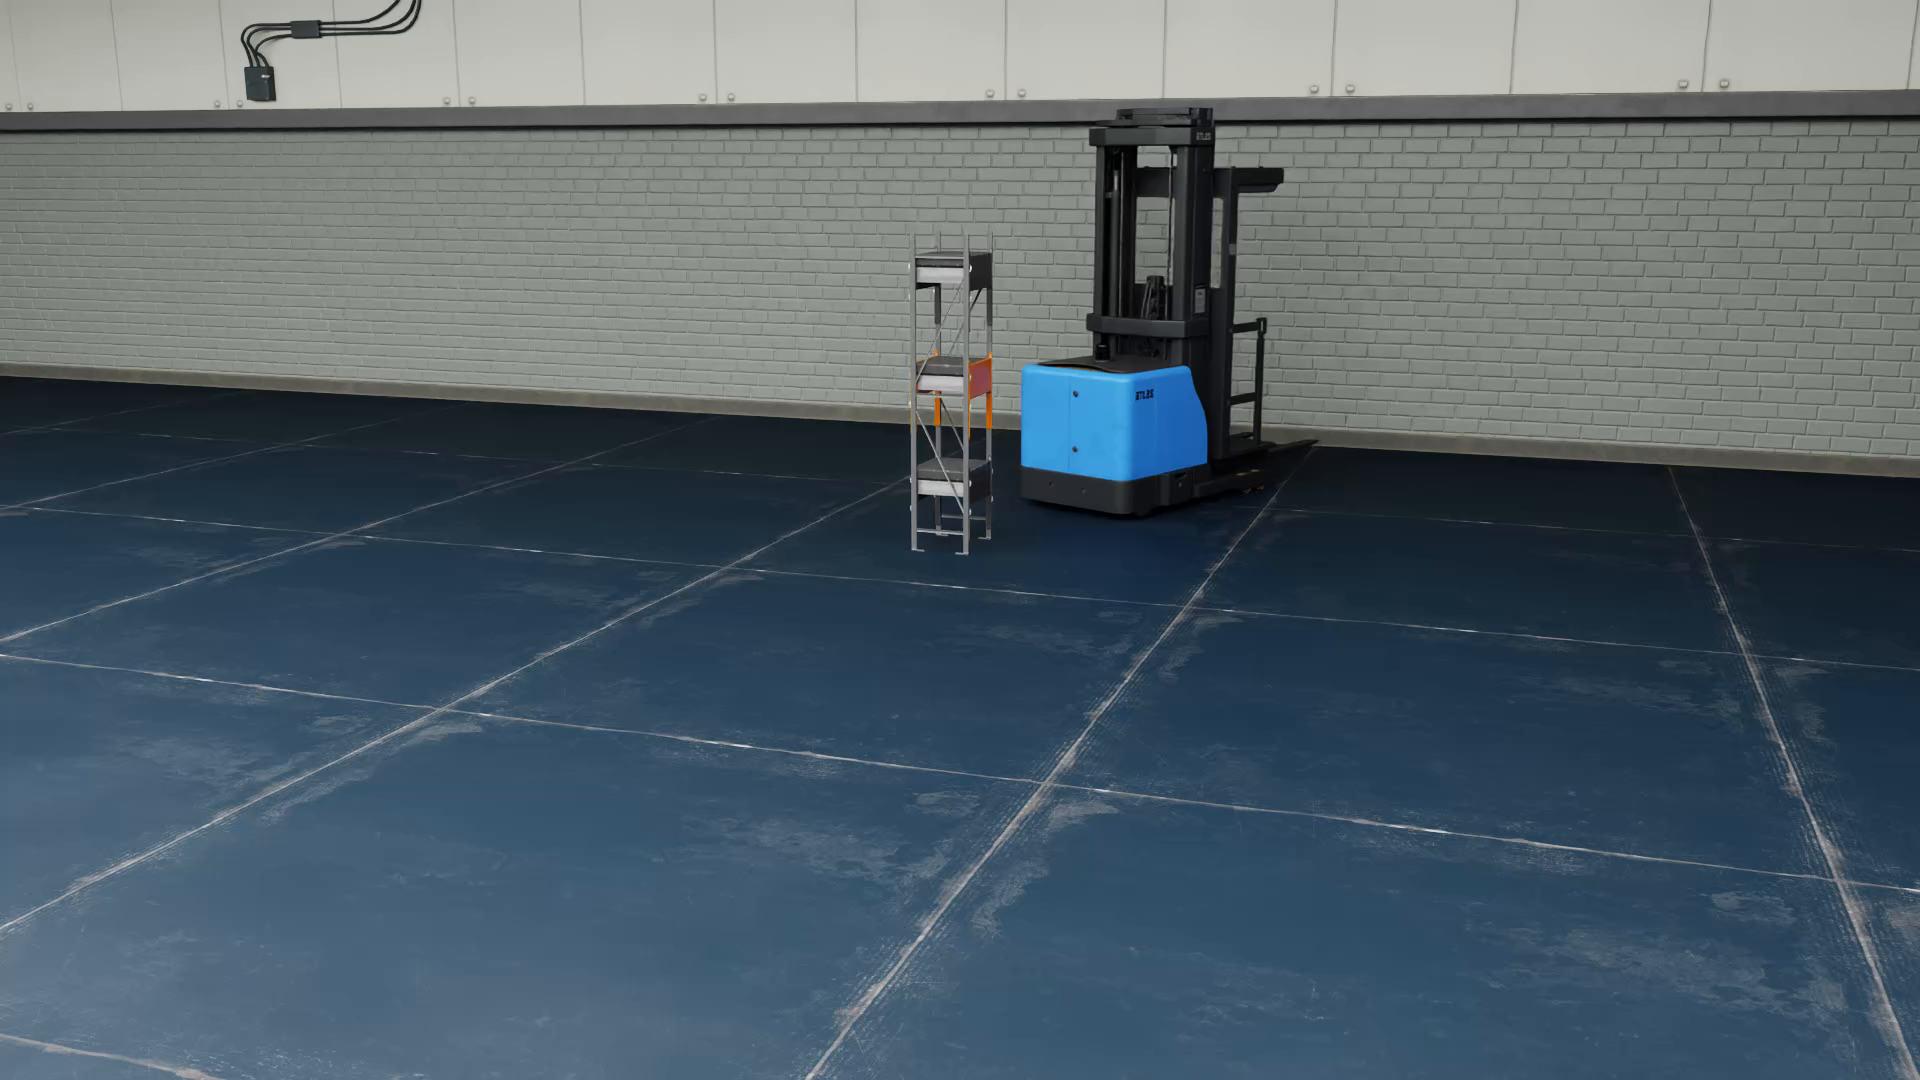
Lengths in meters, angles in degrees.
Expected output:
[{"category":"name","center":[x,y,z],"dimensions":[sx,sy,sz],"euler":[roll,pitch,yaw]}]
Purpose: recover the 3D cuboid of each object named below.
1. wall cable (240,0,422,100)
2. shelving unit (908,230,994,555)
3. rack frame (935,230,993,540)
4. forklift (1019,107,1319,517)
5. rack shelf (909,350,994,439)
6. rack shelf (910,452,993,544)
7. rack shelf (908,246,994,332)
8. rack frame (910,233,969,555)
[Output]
[{"category":"wall cable","center":[-6.690,-7.657,17.170],"dimensions":[2.305,6.003,0.169],"euler":[4,14,18]},{"category":"shelving unit","center":[-0.054,-0.989,11.102],"dimensions":[0.431,2.100,0.503],"euler":[4,14,18]},{"category":"rack frame","center":[0.025,-1.040,11.327],"dimensions":[0.400,2.100,0.015],"euler":[4,14,18]},{"category":"forklift","center":[1.806,-1.862,13.060],"dimensions":[1.130,2.935,3.031],"euler":[11,17,41]},{"category":"rack shelf","center":[-0.054,-0.976,11.105],"dimensions":[0.431,0.518,0.480],"euler":[4,14,18]},{"category":"rack shelf","center":[-0.054,-0.293,11.260],"dimensions":[0.431,0.518,0.480],"euler":[4,14,18]},{"category":"rack shelf","center":[-0.054,-1.658,10.949],"dimensions":[0.431,0.518,0.480],"euler":[4,14,18]},{"category":"rack frame","center":[-0.133,-0.937,10.876],"dimensions":[0.400,2.100,0.015],"euler":[4,14,18]}]
